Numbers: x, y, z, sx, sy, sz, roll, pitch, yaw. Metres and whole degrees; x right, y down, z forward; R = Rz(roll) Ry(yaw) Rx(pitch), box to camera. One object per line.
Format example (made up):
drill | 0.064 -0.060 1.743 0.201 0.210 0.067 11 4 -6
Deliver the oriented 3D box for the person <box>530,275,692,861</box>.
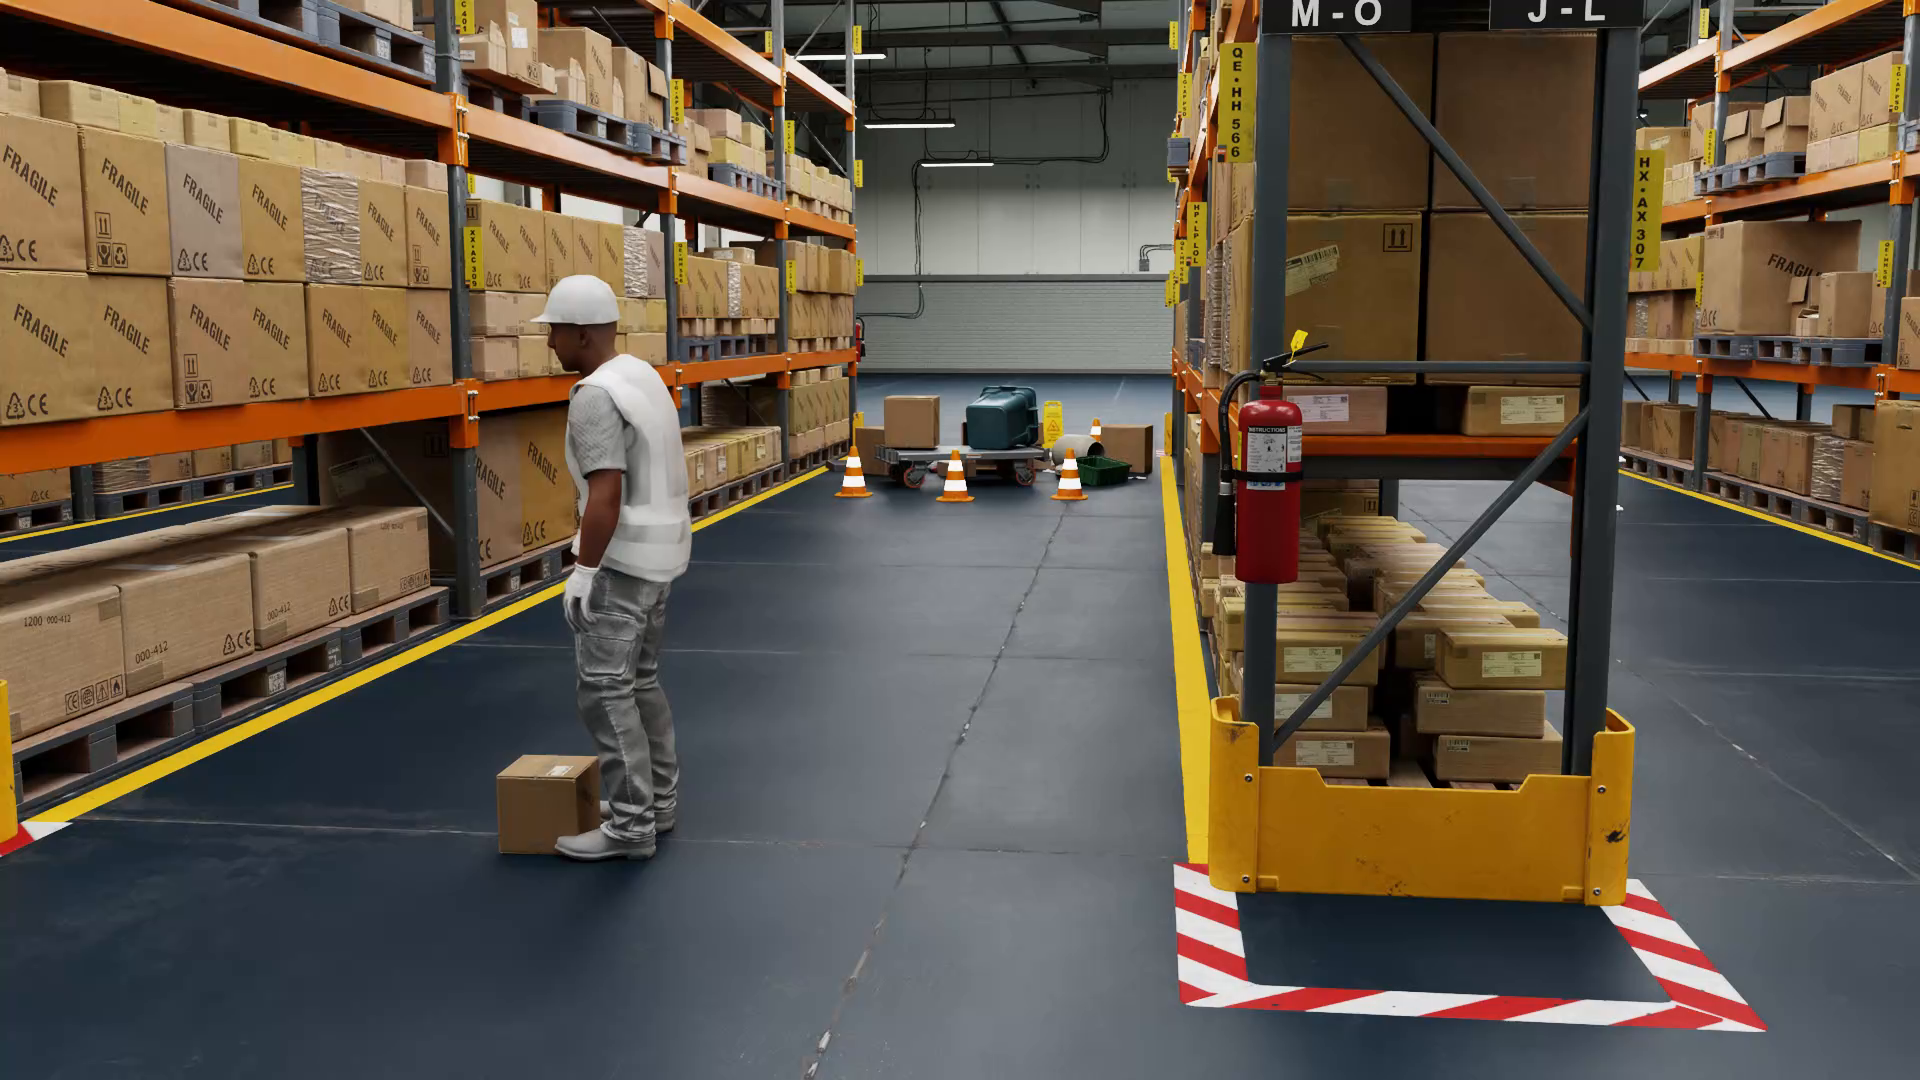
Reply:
person | -1.067 0.081 5.131 0.454 1.774 0.624 1 8 5
